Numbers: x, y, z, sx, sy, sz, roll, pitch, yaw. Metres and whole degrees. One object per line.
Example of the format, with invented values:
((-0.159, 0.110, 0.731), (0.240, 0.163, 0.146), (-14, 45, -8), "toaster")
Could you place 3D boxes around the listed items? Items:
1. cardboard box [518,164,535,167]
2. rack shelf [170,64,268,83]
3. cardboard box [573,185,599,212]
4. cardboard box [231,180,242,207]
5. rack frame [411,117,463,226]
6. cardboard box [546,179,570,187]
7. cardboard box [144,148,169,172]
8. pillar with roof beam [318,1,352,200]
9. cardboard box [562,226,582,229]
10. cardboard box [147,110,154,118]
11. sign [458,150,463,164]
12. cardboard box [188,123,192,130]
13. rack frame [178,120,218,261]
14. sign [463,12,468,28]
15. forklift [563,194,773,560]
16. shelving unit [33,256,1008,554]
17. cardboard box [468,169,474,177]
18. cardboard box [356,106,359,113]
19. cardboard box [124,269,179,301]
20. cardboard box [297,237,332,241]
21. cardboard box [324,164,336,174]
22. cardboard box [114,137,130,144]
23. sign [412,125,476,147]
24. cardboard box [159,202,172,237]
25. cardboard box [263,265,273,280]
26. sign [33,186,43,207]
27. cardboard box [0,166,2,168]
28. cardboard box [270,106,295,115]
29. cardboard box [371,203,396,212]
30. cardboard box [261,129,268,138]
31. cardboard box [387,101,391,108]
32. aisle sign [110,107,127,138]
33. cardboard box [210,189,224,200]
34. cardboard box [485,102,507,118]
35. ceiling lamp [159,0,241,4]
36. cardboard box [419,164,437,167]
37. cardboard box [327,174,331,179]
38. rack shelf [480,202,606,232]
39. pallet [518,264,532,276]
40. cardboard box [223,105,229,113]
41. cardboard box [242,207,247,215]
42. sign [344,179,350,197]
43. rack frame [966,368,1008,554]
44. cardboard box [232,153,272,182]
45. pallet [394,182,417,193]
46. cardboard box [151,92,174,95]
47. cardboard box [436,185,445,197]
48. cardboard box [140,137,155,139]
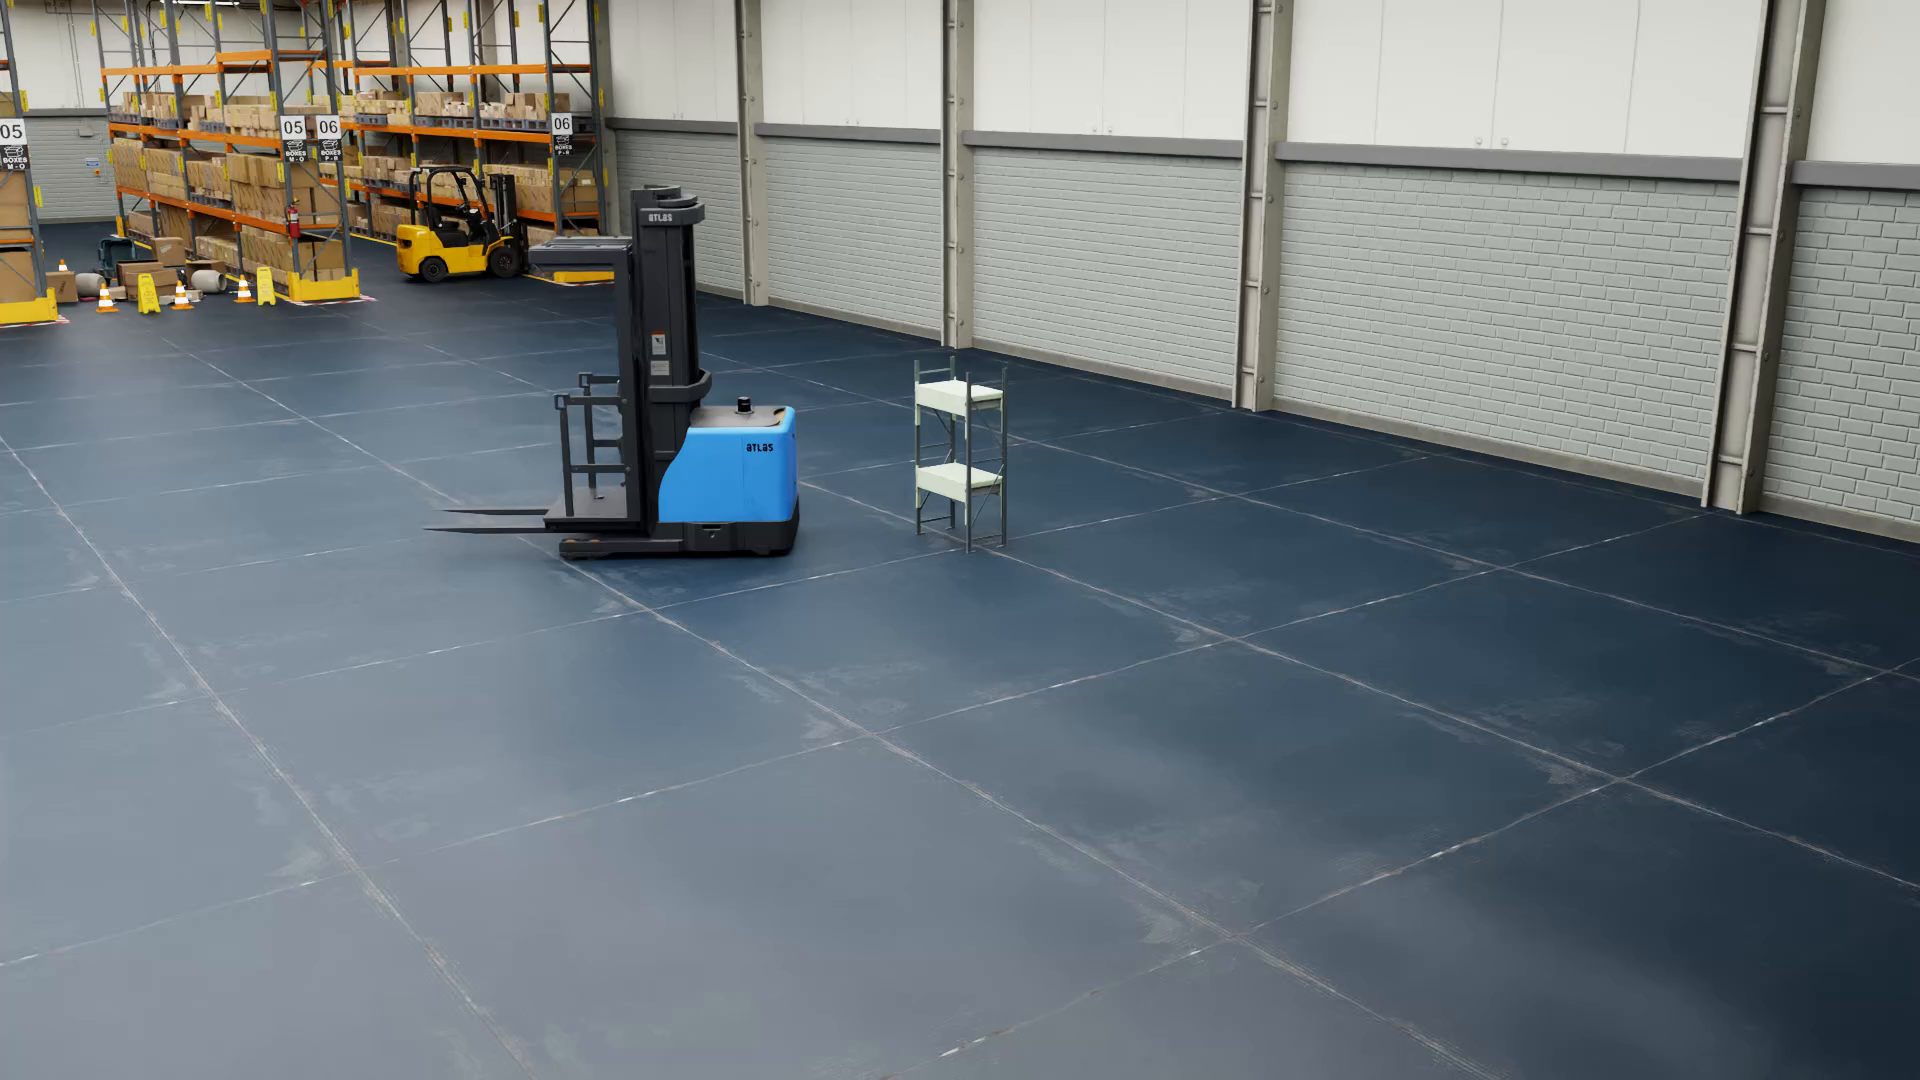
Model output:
((-8.406, -7.239, 34.089), (0.520, 0.797, 2.534), (-11, 19, -35), "cardboard box")
((-14.956, -9.440, 33.642), (1.077, 0.370, 4.000), (-11, 19, -35), "rack shelf")
((-7.482, -6.774, 32.954), (0.500, 0.500, 0.500), (-10, 18, -33), "cardboard box")
((-13.747, -6.714, 32.172), (0.500, 0.500, 0.500), (-11, 19, -35), "cardboard box")
((-12.119, -8.285, 38.665), (1.000, 3.000, 0.127), (-11, 19, -35), "rack frame")
((-7.846, -6.968, 32.436), (0.380, 0.149, 0.250), (-11, 19, -34), "cardboard box")
((-18.458, -8.760, 38.316), (0.500, 0.500, 0.500), (-11, 19, -34), "cardboard box")
((-21.161, -12.934, 44.287), (9.100, 9.000, 0.400), (-11, 19, -35), "pillar with roof beam")
((-7.841, -6.173, 33.469), (0.500, 0.250, 0.500), (-11, 19, -34), "cardboard box")
((-18.023, -9.580, 37.361), (0.380, 0.166, 0.250), (-12, 20, -38), "cardboard box")
((-11.672, -8.930, 38.829), (0.100, 0.325, 0.005), (-11, 19, -35), "sign")
((-16.084, -8.746, 35.142), (0.380, 0.149, 0.250), (-11, 19, -35), "cardboard box")
((-16.132, -7.514, 35.847), (1.000, 3.000, 0.127), (-11, 19, -35), "rack frame")
((-10.199, -10.726, 34.301), (0.100, 0.325, 0.005), (-11, 19, -35), "sign")
((-13.456, -8.367, 27.579), (23.083, 9.011, 32.329), (0, 15, -2), "forklift")
((-8.629, -3.863, 25.351), (6.000, 1.500, 30.159), (-11, 19, -35), "shelving unit")
((-10.415, -7.943, 35.997), (0.380, 0.149, 0.250), (-11, 19, -35), "cardboard box")
((-14.617, -10.590, 40.895), (0.380, 0.149, 0.250), (-11, 19, -34), "cardboard box")
((-14.509, -4.583, 29.869), (0.637, 0.503, 0.797), (4, 16, 13), "cardboard box")
((-12.004, -5.375, 31.024), (0.500, 0.500, 0.500), (-12, 19, -37), "cardboard box")
((-16.477, -9.818, 43.987), (0.500, 0.250, 0.500), (-11, 19, -34), "cardboard box")
((-20.851, -9.947, 41.423), (0.380, 0.149, 0.250), (-10, 18, -33), "cardboard box")
((-15.814, -7.189, 31.062), (16.017, 0.751, 7.986), (-11, 19, -35), "sign")
((-18.055, -7.426, 38.754), (0.875, 0.875, 0.875), (-10, 18, -33), "cardboard box")
((-12.731, -5.035, 31.205), (0.500, 0.250, 0.500), (-12, 19, -37), "cardboard box")
((-14.920, -5.556, 26.904), (0.100, 0.325, 0.005), (-11, 19, -35), "sign")
((-16.177, -5.938, 27.759), (0.875, 0.550, 0.550), (-11, 19, -35), "cardboard box")
((-11.986, -7.603, 29.457), (0.380, 0.149, 0.250), (-10, 18, -34), "cardboard box")
((-14.203, -8.253, 41.260), (0.476, 0.149, 1.071), (-11, 19, -35), "cardboard box")
((-12.446, -7.384, 30.167), (0.380, 0.149, 0.250), (-11, 19, -35), "cardboard box")
((-13.323, -10.300, 39.309), (0.380, 0.149, 0.250), (-11, 19, -34), "cardboard box")
((-21.113, -10.446, 41.637), (0.394, 0.787, 0.004), (-11, 19, -35), "aisle sign")
((-14.904, -7.032, 33.766), (0.463, 0.149, 1.281), (-11, 19, -35), "cardboard box")
((-9.475, -8.870, 34.304), (0.500, 0.311, 0.500), (-10, 18, -33), "cardboard box")
((-20.282, -15.913, 44.114), (2.000, 3.185, 0.800), (-11, 19, -35), "ceiling lamp")
((-12.170, -8.532, 38.150), (0.380, 0.149, 0.250), (-10, 18, -33), "cardboard box")
((-16.664, -9.712, 44.355), (0.380, 0.149, 0.250), (-10, 18, -33), "cardboard box")
((-8.591, -6.657, 34.078), (1.077, 0.370, 4.000), (-11, 19, -35), "rack shelf")
((-8.612, -5.649, 34.315), (1.003, 0.211, 1.213), (-11, 19, -35), "pallet")
((-13.859, -8.252, 31.827), (0.380, 0.149, 0.250), (-11, 19, -36), "cardboard box")
((-13.664, -6.375, 32.164), (0.380, 0.149, 0.250), (-10, 18, -33), "cardboard box")
((-10.989, -6.307, 29.799), (0.100, 0.325, 0.005), (-11, 19, -35), "sign")
((0.219, -0.644, 13.587), (0.400, 1.500, 0.023), (-11, 19, -35), "rack frame")
((-13.414, -7.093, 31.664), (0.700, 0.500, 0.500), (-11, 19, -34), "cardboard box")
((-12.574, -8.326, 39.179), (1.213, 0.211, 1.003), (-11, 19, -35), "pallet")
((-18.660, -10.272, 39.068), (0.500, 0.500, 0.500), (-10, 18, -34), "cardboard box")
((-11.456, -7.863, 37.406), (0.500, 0.250, 0.500), (-12, 19, -36), "cardboard box")
((-20.294, -9.969, 41.506), (0.380, 0.149, 0.250), (-10, 18, -34), "cardboard box")
